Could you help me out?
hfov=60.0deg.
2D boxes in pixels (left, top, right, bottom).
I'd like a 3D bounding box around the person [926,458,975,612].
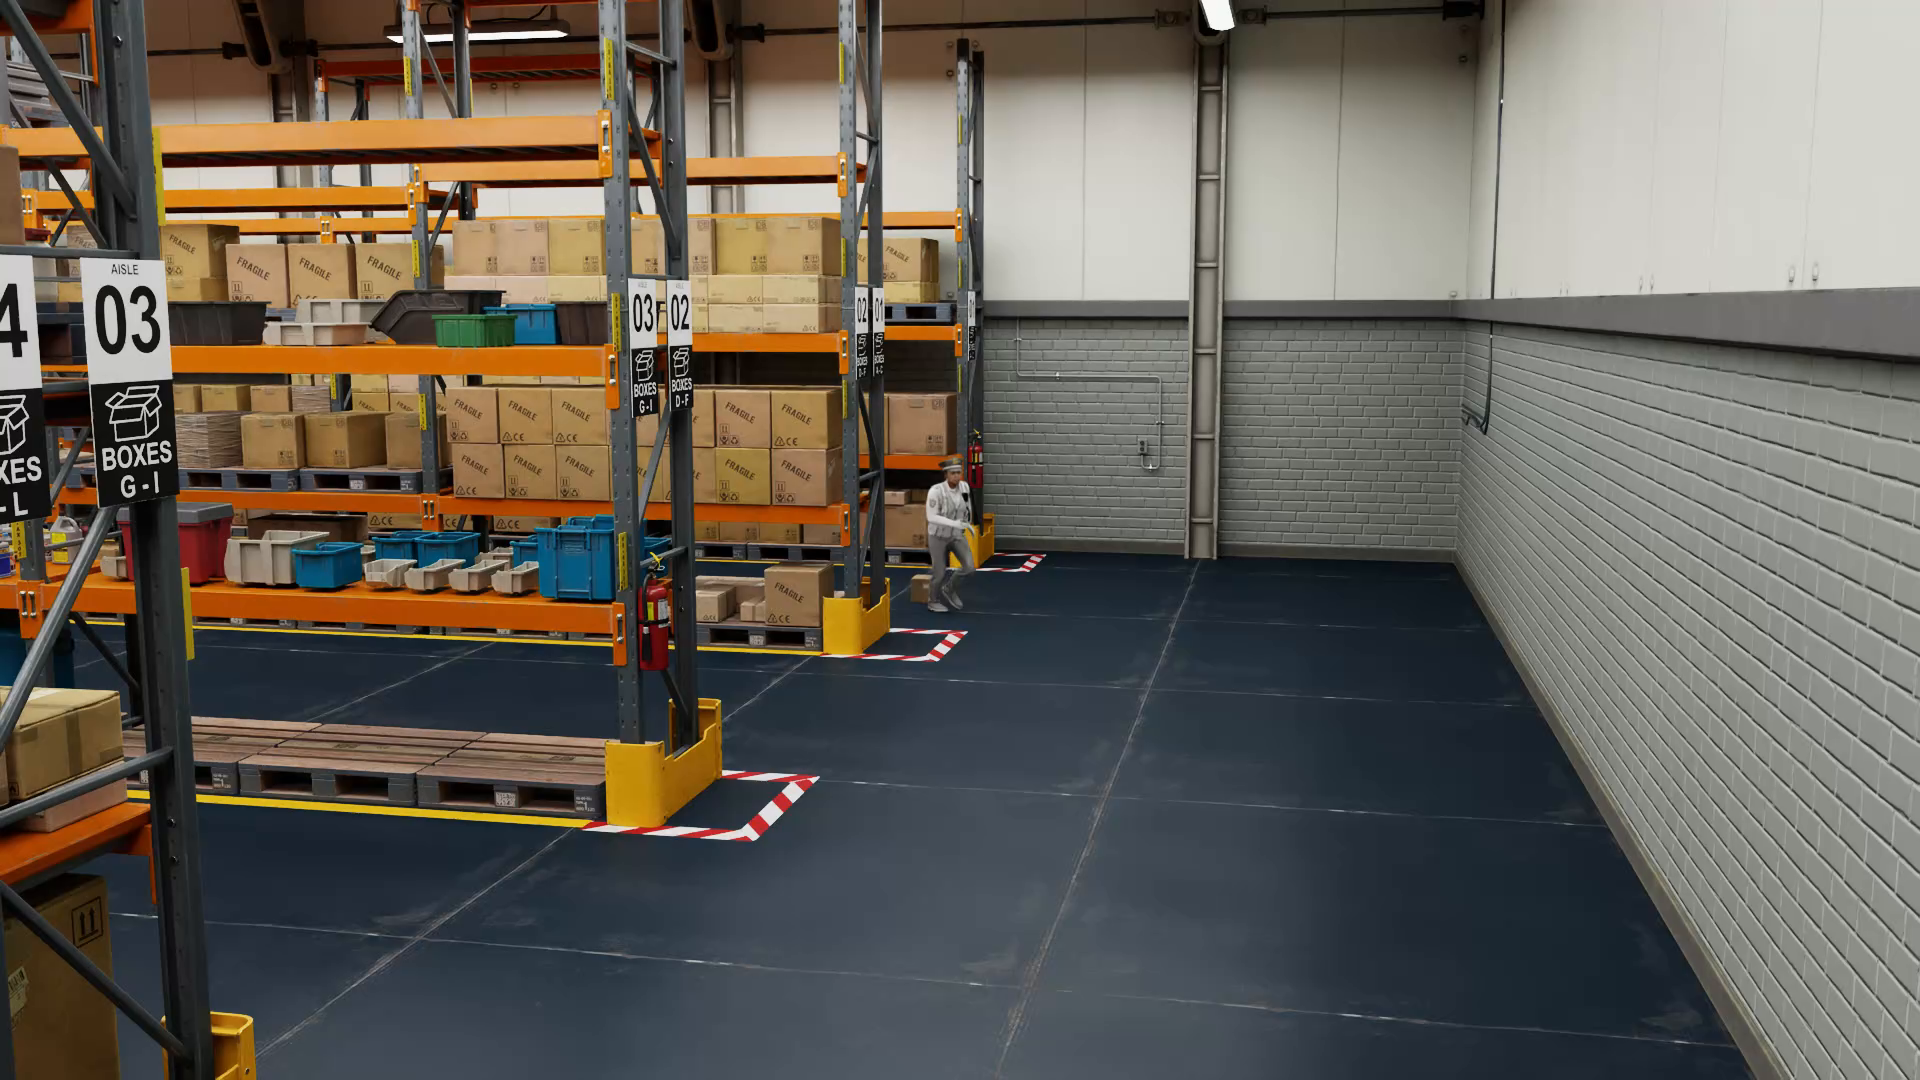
[{"bbox_3d":[-0.089,-0.041,16.351,0.612,1.581,0.789,-4,9,-28],"label":"person"}]
